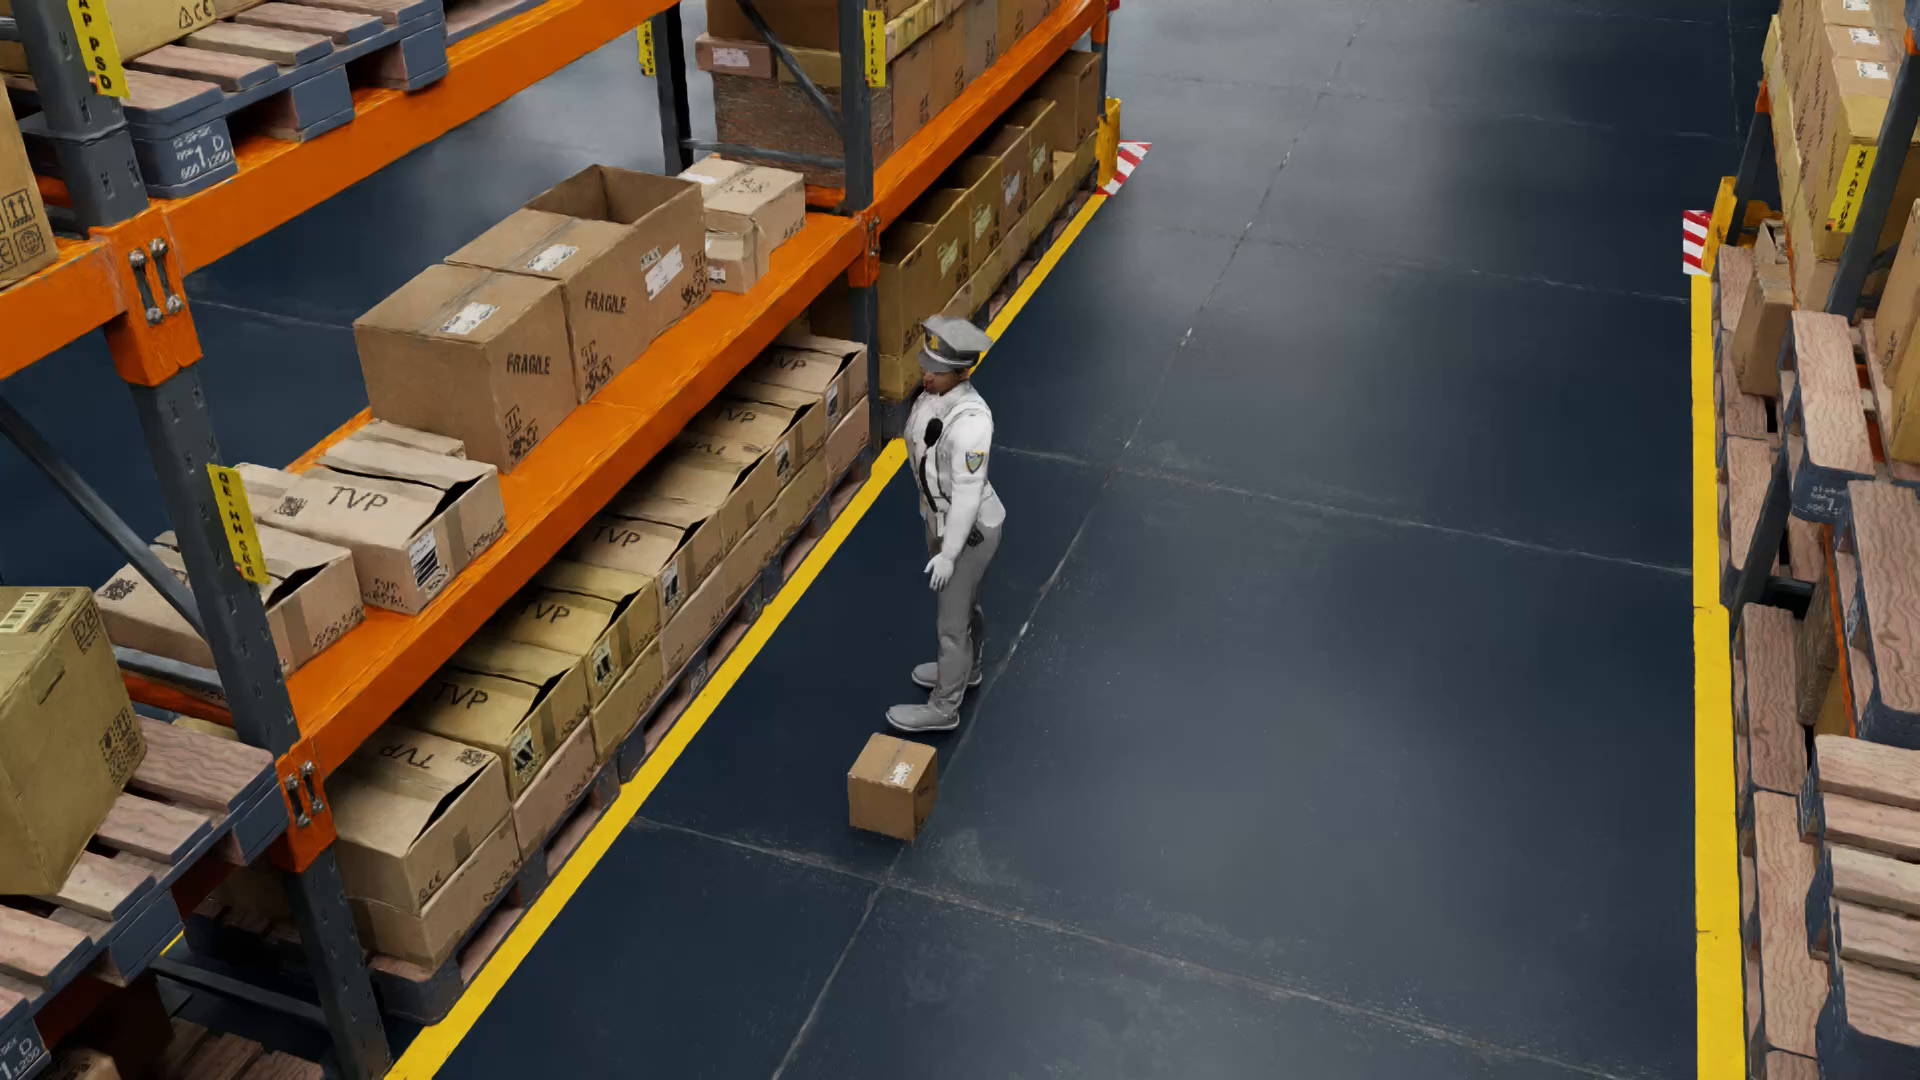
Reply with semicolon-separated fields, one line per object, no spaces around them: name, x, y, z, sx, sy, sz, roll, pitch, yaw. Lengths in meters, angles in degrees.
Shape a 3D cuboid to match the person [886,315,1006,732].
person;-0.089;-0.049;6.164;0.470;1.685;0.532;-10;35;-14
